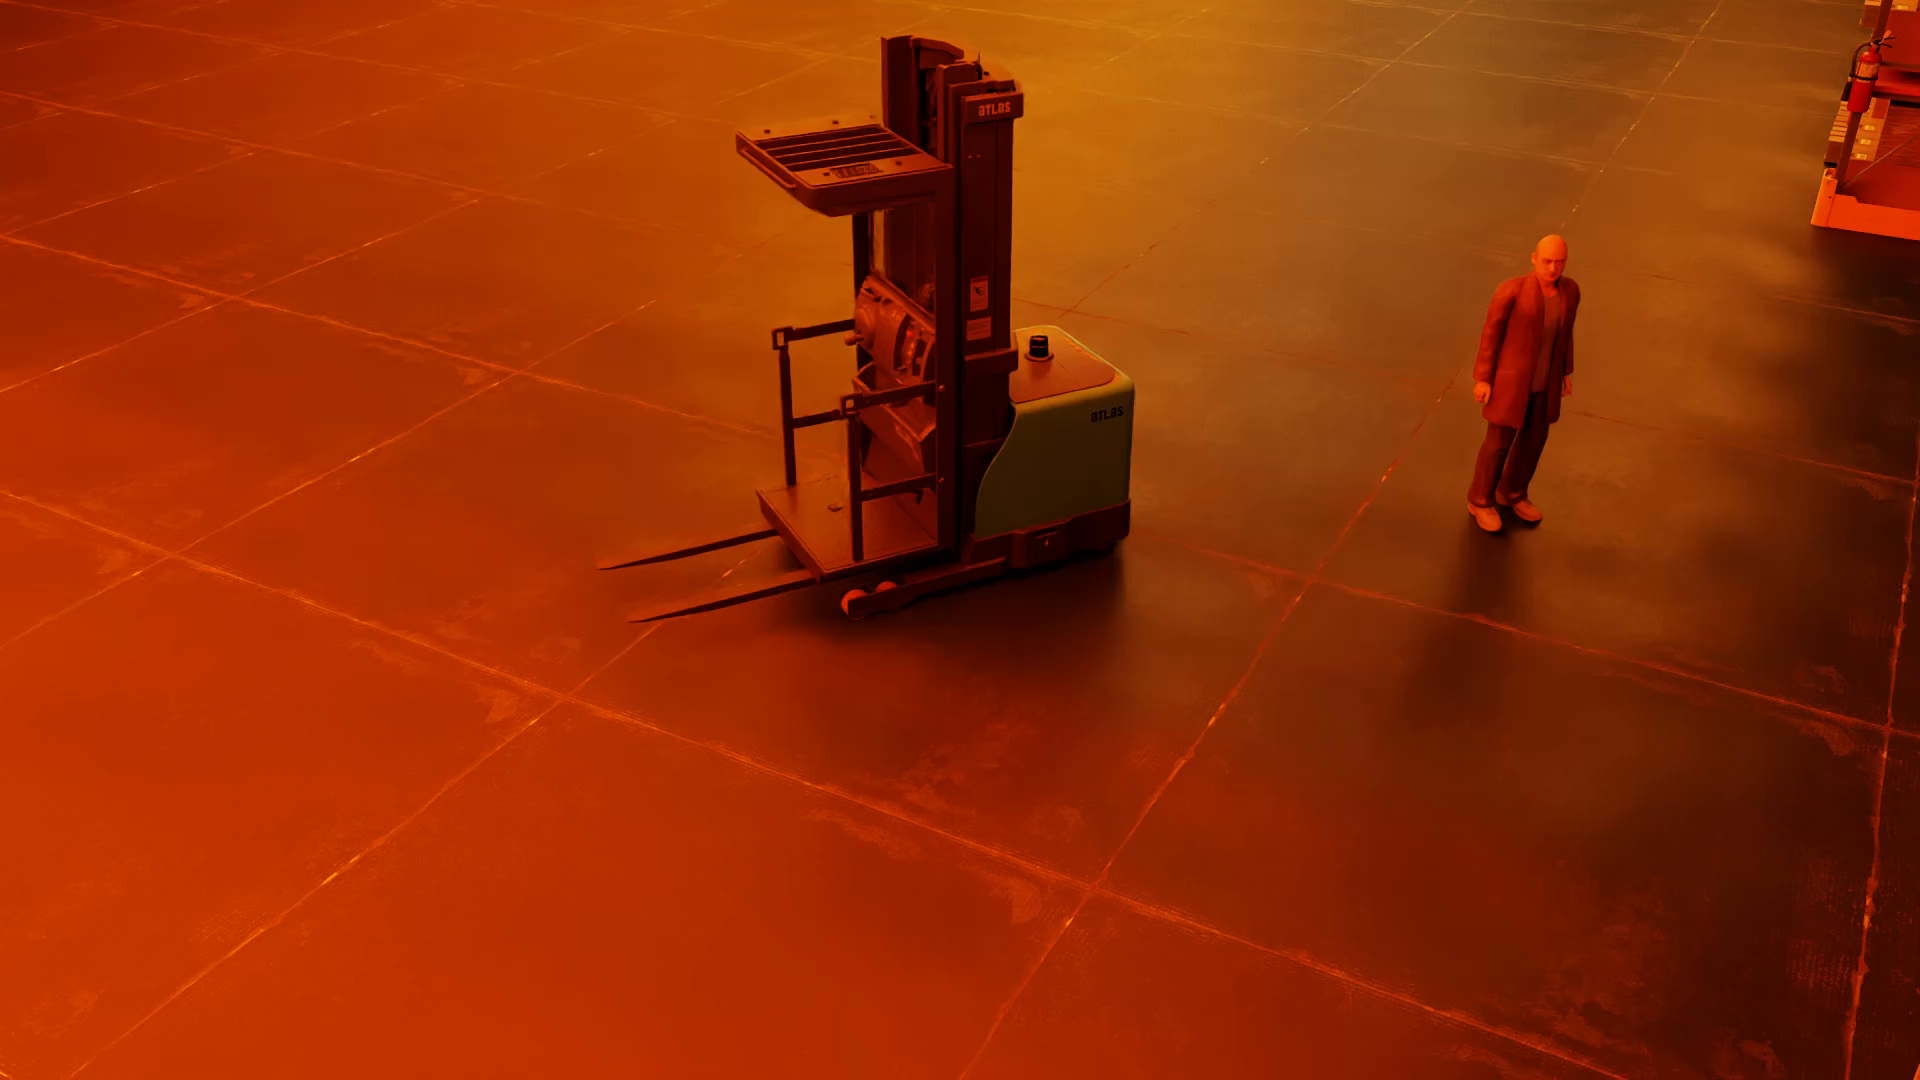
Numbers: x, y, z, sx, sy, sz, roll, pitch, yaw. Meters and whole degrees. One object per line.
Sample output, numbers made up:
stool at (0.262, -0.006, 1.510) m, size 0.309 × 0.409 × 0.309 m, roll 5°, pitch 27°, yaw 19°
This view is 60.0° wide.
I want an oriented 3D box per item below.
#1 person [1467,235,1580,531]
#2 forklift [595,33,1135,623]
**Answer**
person at (3.363, -0.923, 9.821) m, size 0.643 × 1.782 × 0.421 m, roll -8°, pitch 31°, yaw -13°
forklift at (-0.544, -1.129, 9.026) m, size 3.031 × 2.935 × 1.130 m, roll -14°, pitch 33°, yaw -23°
